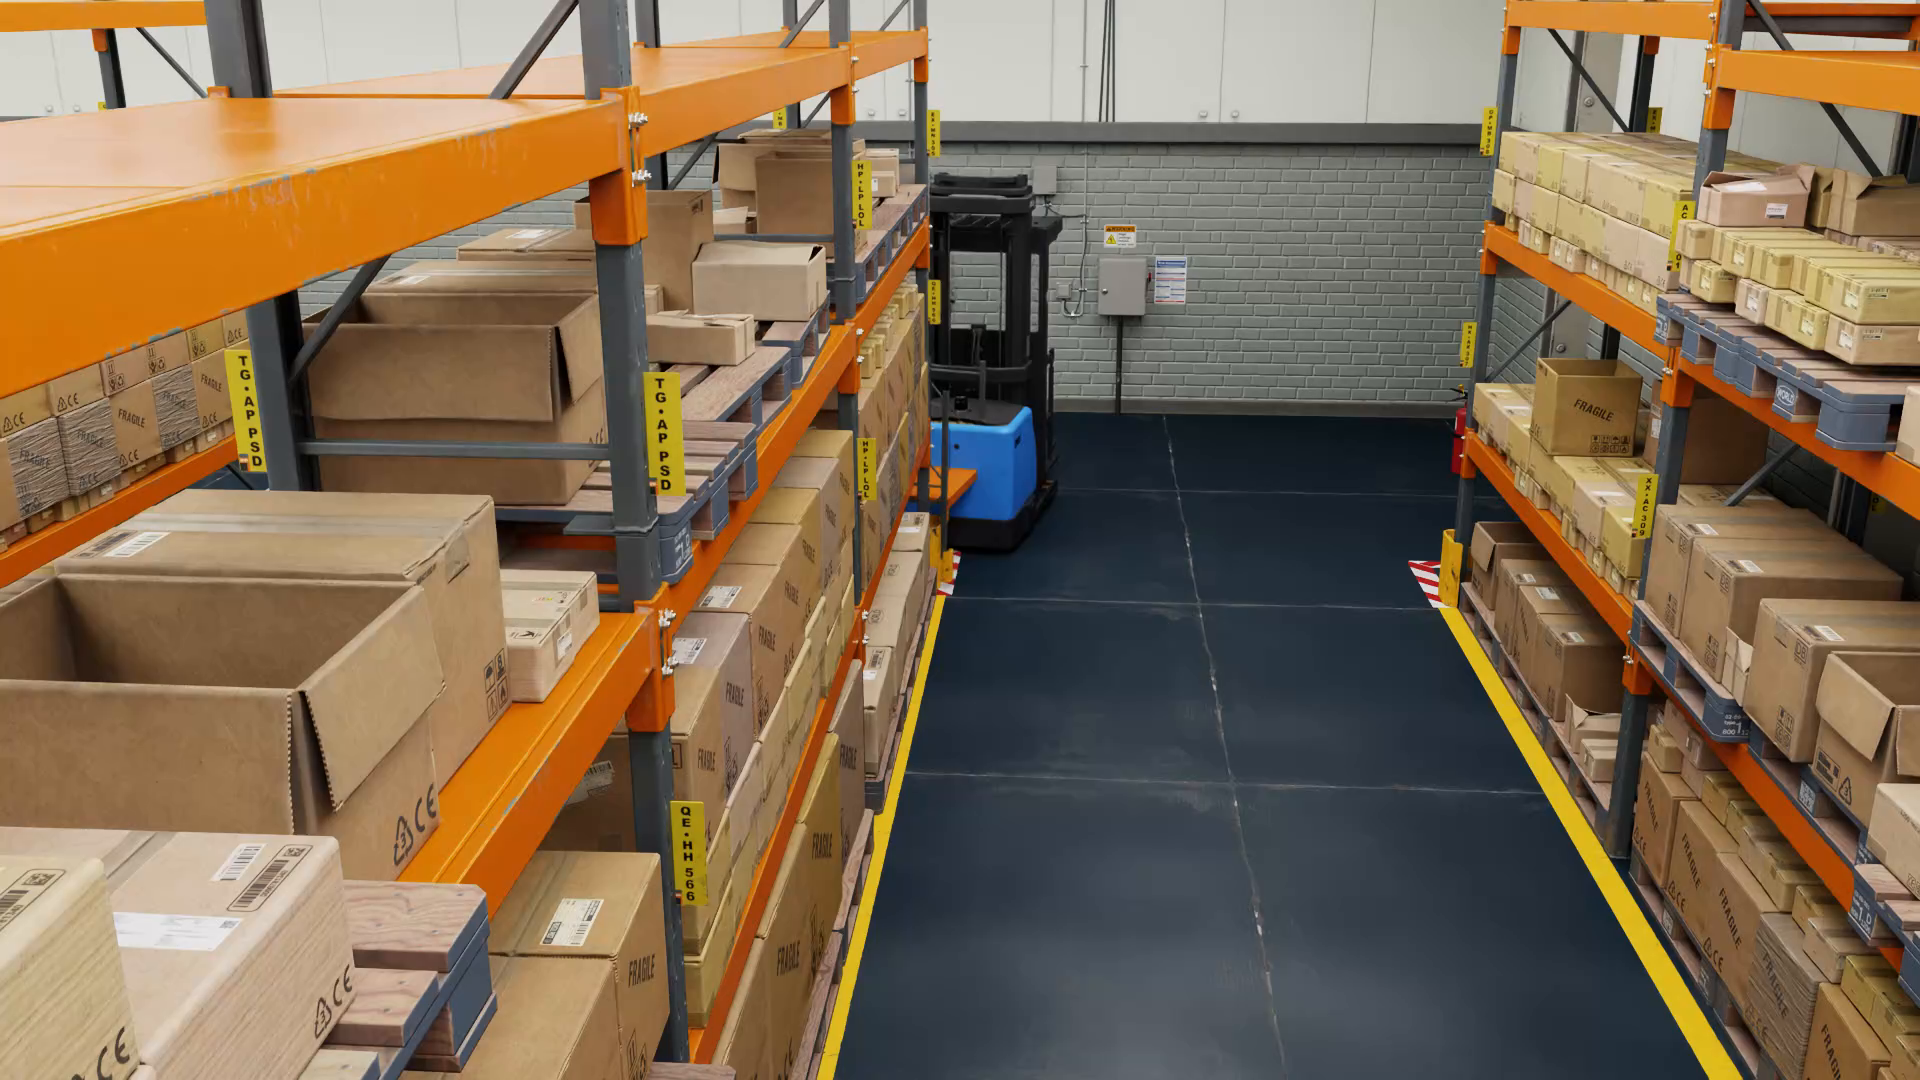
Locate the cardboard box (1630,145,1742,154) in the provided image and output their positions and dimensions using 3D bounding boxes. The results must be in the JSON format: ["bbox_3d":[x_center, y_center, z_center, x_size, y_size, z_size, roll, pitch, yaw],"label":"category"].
[{"bbox_3d":[4.401,-2.255,10.131,0.500,0.250,0.500,1,18,4],"label":"cardboard box"}]

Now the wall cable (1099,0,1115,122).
[{"bbox_3d":[2.920,-5.648,16.648,2.988,3.039,0.133,1,18,4],"label":"wall cable"}]

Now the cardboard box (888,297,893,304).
[{"bbox_3d":[-0.635,-1.494,10.858,0.380,0.149,0.250,1,18,3],"label":"cardboard box"}]

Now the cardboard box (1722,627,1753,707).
[{"bbox_3d":[3.450,0.541,6.995,0.396,0.266,0.258,2,18,7],"label":"cardboard box"}]

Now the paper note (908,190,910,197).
[{"bbox_3d":[-0.302,-2.059,9.892,0.006,0.032,0.123,1,18,4],"label":"paper note"}]

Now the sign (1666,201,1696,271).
[{"bbox_3d":[3.390,-1.427,7.812,0.100,0.325,0.005,1,18,4],"label":"sign"}]

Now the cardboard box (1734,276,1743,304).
[{"bbox_3d":[3.541,-1.055,7.075,0.380,0.149,0.250,1,18,4],"label":"cardboard box"}]

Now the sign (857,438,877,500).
[{"bbox_3d":[-0.477,-0.359,8.469,0.100,0.325,0.005,1,18,4],"label":"sign"}]

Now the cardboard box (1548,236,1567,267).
[{"bbox_3d":[3.757,-1.726,9.961,0.380,0.149,0.250,1,18,4],"label":"cardboard box"}]

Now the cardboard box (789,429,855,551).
[{"bbox_3d":[-0.801,-0.234,8.053,0.500,0.500,0.500,2,18,6],"label":"cardboard box"}]

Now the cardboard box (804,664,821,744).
[{"bbox_3d":[-0.892,0.675,7.286,0.500,0.250,0.500,1,18,2],"label":"cardboard box"}]

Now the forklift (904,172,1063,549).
[{"bbox_3d":[0.268,-1.740,14.527,1.130,2.935,3.031,4,19,13],"label":"forklift"}]

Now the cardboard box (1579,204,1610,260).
[{"bbox_3d":[3.792,-1.717,9.293,0.500,0.250,0.500,2,18,5],"label":"cardboard box"}]

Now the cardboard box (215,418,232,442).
[{"bbox_3d":[-5.476,-0.795,11.937,0.380,0.149,0.250,1,18,3],"label":"cardboard box"}]

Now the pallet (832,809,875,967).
[{"bbox_3d":[-0.999,1.711,8.362,1.003,0.211,1.213,1,18,4],"label":"pallet"}]

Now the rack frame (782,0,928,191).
[{"bbox_3d":[-0.732,-3.949,11.522,1.000,3.000,0.127,1,18,4],"label":"rack frame"}]

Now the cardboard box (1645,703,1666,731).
[{"bbox_3d":[4.246,1.075,9.730,0.380,0.149,0.250,1,18,3],"label":"cardboard box"}]

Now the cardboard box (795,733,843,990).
[{"bbox_3d":[-1.041,1.430,7.480,0.875,0.875,0.875,2,18,6],"label":"cardboard box"}]

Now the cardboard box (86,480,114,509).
[{"bbox_3d":[-5.571,-0.306,10.443,0.380,0.149,0.250,2,18,6],"label":"cardboard box"}]

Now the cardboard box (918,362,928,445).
[{"bbox_3d":[-0.503,-0.990,11.965,0.500,0.500,0.500,1,18,4],"label":"cardboard box"}]

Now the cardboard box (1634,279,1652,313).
[{"bbox_3d":[3.684,-1.246,8.495,0.380,0.149,0.250,1,18,4],"label":"cardboard box"}]

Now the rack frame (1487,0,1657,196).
[{"bbox_3d":[4.219,-3.839,11.187,1.000,3.000,0.127,1,18,4],"label":"rack frame"}]

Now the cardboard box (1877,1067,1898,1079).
[{"bbox_3d":[3.508,2.193,5.752,0.500,0.500,0.500,1,18,3],"label":"cardboard box"}]

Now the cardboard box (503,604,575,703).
[{"bbox_3d":[-1.129,0.261,3.896,0.380,0.149,0.250,1,18,4],"label":"cardboard box"}]

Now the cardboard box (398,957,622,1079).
[{"bbox_3d":[-1.087,1.307,3.806,0.500,0.500,0.500,1,18,3],"label":"cardboard box"}]

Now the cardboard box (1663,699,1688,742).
[{"bbox_3d":[3.702,0.900,8.181,0.380,0.149,0.250,1,18,3],"label":"cardboard box"}]

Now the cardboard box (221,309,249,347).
[{"bbox_3d":[-5.461,-1.693,12.029,0.500,0.500,0.500,1,18,3],"label":"cardboard box"}]

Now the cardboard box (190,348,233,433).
[{"bbox_3d":[-5.494,-1.061,11.704,0.500,0.500,0.500,1,18,3],"label":"cardboard box"}]

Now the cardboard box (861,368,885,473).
[{"bbox_3d":[-0.701,-0.677,9.407,0.500,0.500,0.500,1,18,3],"label":"cardboard box"}]

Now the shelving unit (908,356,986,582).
[{"bbox_3d":[-0.190,-0.582,13.072,0.587,1.500,1.083,6,20,15],"label":"shelving unit"}]

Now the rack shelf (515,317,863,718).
[{"bbox_3d":[-1.162,-0.318,6.414,1.077,0.370,4.000,1,18,4],"label":"rack shelf"}]

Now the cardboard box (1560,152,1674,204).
[{"bbox_3d":[3.833,-2.117,9.708,0.500,0.250,0.500,2,18,5],"label":"cardboard box"}]

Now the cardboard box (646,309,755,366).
[{"bbox_3d":[-1.005,-0.779,6.366,0.380,0.166,0.250,3,18,9],"label":"cardboard box"}]

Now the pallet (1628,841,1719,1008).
[{"bbox_3d":[3.912,1.833,7.991,1.003,0.211,1.213,1,18,4],"label":"pallet"}]

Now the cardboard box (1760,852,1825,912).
[{"bbox_3d":[3.610,1.447,6.989,0.380,0.149,0.250,2,18,6],"label":"cardboard box"}]

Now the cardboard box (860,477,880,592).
[{"bbox_3d":[-0.724,-0.043,9.076,0.500,0.500,0.500,2,18,6],"label":"cardboard box"}]

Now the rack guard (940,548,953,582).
[{"bbox_3d":[-0.341,0.164,12.830,0.587,0.250,0.087,6,20,15],"label":"rack guard"}]

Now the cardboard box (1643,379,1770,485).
[{"bbox_3d":[4.304,-0.629,9.584,0.500,0.500,0.500,1,18,2],"label":"cardboard box"}]

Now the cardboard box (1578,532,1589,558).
[{"bbox_3d":[3.741,0.025,9.432,0.380,0.149,0.250,2,18,5],"label":"cardboard box"}]

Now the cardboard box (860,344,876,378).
[{"bbox_3d":[-0.680,-1.015,9.395,0.380,0.149,0.250,1,18,4],"label":"cardboard box"}]

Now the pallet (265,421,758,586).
[{"bbox_3d":[-1.312,-0.150,5.050,1.213,0.211,1.003,2,18,6],"label":"pallet"}]

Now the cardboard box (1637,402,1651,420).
[{"bbox_3d":[4.413,-0.749,11.156,0.500,0.250,0.500,1,18,4],"label":"cardboard box"}]

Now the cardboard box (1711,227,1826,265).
[{"bbox_3d":[3.525,-1.273,7.264,0.380,0.149,0.250,2,18,5],"label":"cardboard box"}]

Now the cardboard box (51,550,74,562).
[{"bbox_3d":[-6.063,0.179,11.507,0.380,0.149,0.250,2,18,6],"label":"cardboard box"}]

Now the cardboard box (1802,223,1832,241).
[{"bbox_3d":[4.027,-1.345,7.483,0.380,0.149,0.250,1,18,3],"label":"cardboard box"}]

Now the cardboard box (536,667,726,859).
[{"bbox_3d":[-1.026,0.716,5.153,0.500,0.500,0.500,1,18,2],"label":"cardboard box"}]

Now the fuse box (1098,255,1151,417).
[{"bbox_3d":[1.734,-2.145,17.722,0.539,1.711,0.414,1,18,4],"label":"fuse box"}]

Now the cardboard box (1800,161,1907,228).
[{"bbox_3d":[3.979,-1.541,7.416,0.396,0.266,0.258,1,18,3],"label":"cardboard box"}]

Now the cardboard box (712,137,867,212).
[{"bbox_3d":[-0.954,-1.997,9.381,0.797,0.503,0.637,3,18,8],"label":"cardboard box"}]

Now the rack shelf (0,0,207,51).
[{"bbox_3d":[-5.820,-3.063,9.980,1.077,0.370,4.000,1,18,4],"label":"rack shelf"}]

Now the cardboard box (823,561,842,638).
[{"bbox_3d":[-0.836,0.276,7.702,0.500,0.250,0.500,2,18,5],"label":"cardboard box"}]

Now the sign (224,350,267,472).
[{"bbox_3d":[-1.859,-0.337,4.359,0.100,0.325,0.005,1,18,4],"label":"sign"}]

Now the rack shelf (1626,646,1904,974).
[{"bbox_3d":[3.789,1.217,6.546,1.077,0.370,4.000,1,18,4],"label":"rack shelf"}]

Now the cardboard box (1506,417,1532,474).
[{"bbox_3d":[3.849,-0.609,10.728,0.500,0.250,0.500,1,18,3],"label":"cardboard box"}]
